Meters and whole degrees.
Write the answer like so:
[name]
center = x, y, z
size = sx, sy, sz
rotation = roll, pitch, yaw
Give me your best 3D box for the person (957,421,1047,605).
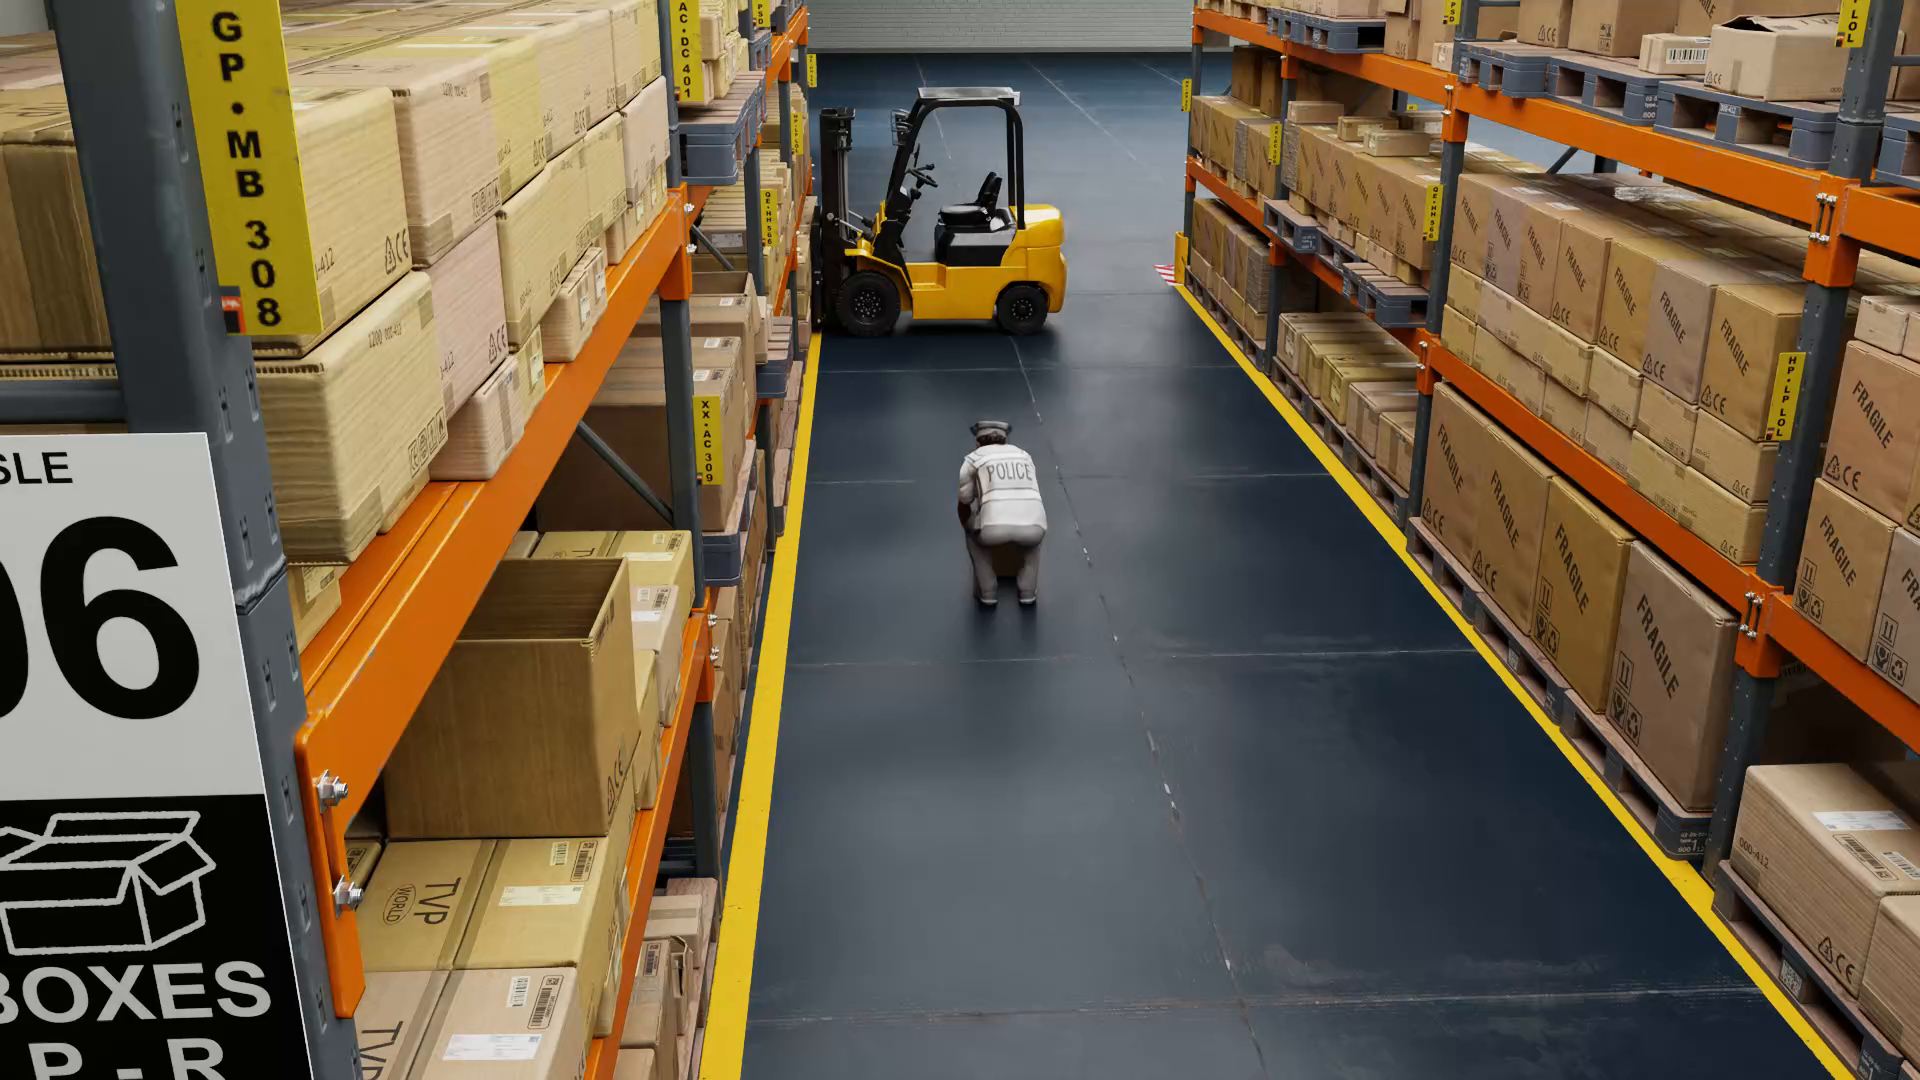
[person]
center = 0.235, -0.142, 9.471
size = 0.478, 0.959, 0.857
rotation = -1, 21, -3
